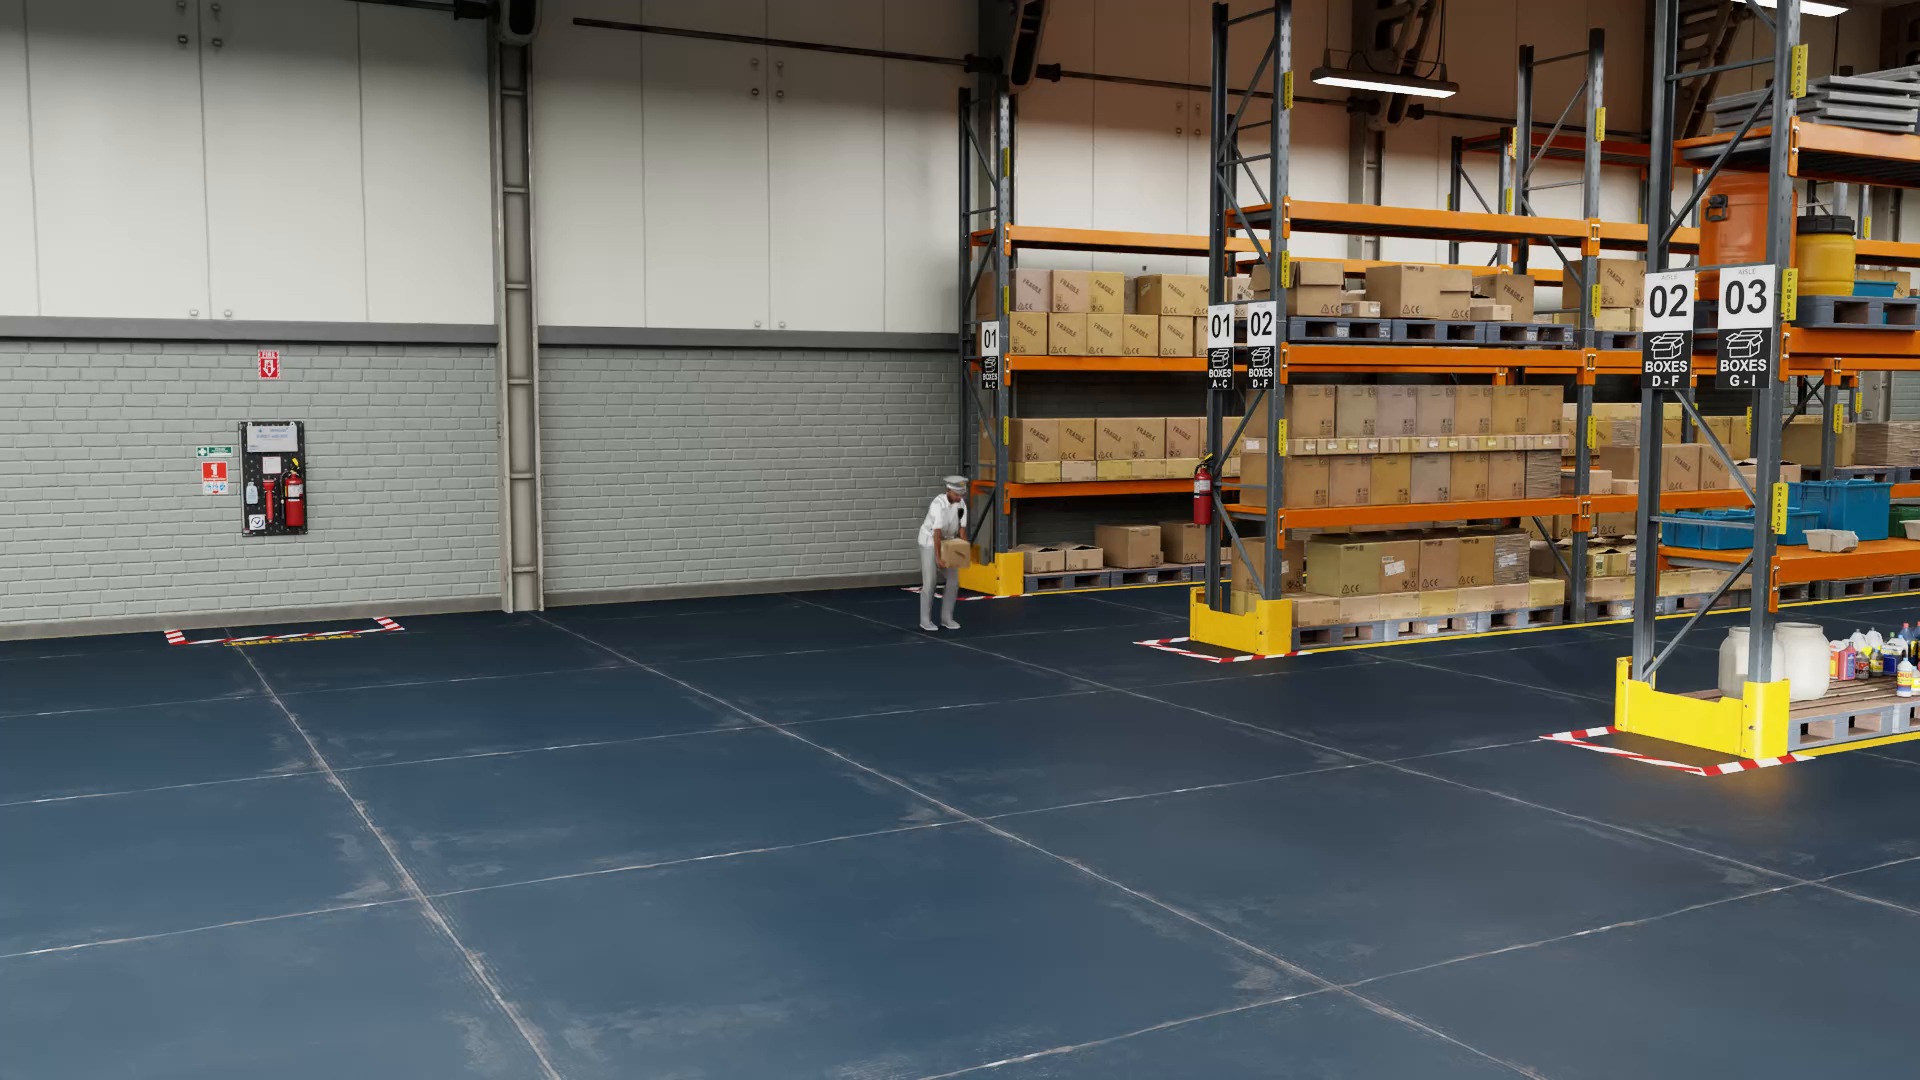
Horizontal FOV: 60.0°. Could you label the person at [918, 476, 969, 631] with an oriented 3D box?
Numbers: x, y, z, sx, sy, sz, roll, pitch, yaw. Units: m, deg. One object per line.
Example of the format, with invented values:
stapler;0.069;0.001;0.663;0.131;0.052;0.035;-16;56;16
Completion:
person;-0.147;0.133;16.659;0.412;1.558;0.648;-3;6;-30
